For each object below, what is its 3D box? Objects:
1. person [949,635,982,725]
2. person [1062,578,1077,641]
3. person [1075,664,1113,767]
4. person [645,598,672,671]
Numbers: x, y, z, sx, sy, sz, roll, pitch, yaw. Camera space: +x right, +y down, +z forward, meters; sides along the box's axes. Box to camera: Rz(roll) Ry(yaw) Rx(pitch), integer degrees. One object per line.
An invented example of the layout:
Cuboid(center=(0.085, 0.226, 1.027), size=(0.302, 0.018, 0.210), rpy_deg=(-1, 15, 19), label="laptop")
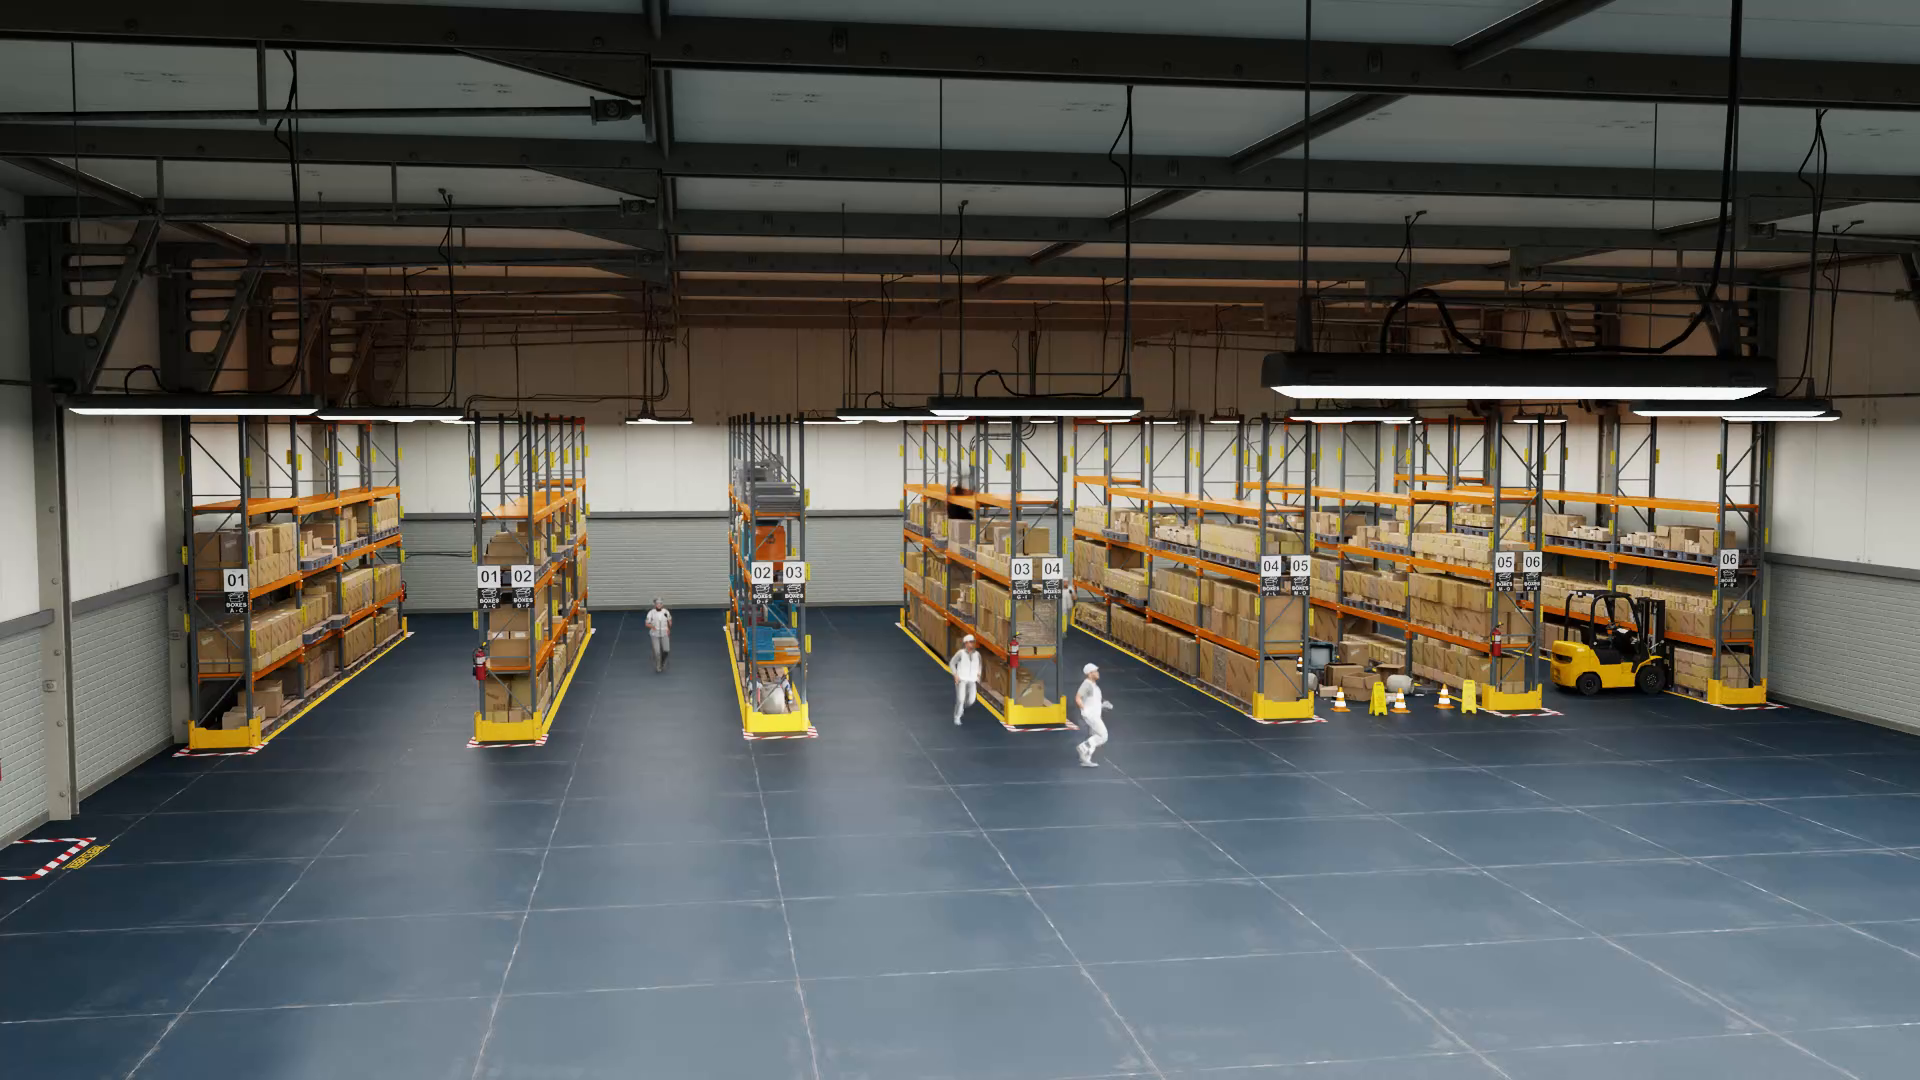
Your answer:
Cuboid(center=(0.128, 2.650, 32.195), size=(0.704, 1.641, 0.545), rpy_deg=(-1, 4, -20), label="person")
Cuboid(center=(2.869, 1.875, 44.762), size=(0.572, 1.726, 0.713), rpy_deg=(-1, 4, -11), label="person")
Cuboid(center=(2.258, 2.948, 27.939), size=(0.583, 1.741, 0.655), rpy_deg=(1, 4, 14), label="person")
Cuboid(center=(-6.991, 2.211, 38.767), size=(0.645, 1.741, 0.604), rpy_deg=(-1, 4, -18), label="person")
